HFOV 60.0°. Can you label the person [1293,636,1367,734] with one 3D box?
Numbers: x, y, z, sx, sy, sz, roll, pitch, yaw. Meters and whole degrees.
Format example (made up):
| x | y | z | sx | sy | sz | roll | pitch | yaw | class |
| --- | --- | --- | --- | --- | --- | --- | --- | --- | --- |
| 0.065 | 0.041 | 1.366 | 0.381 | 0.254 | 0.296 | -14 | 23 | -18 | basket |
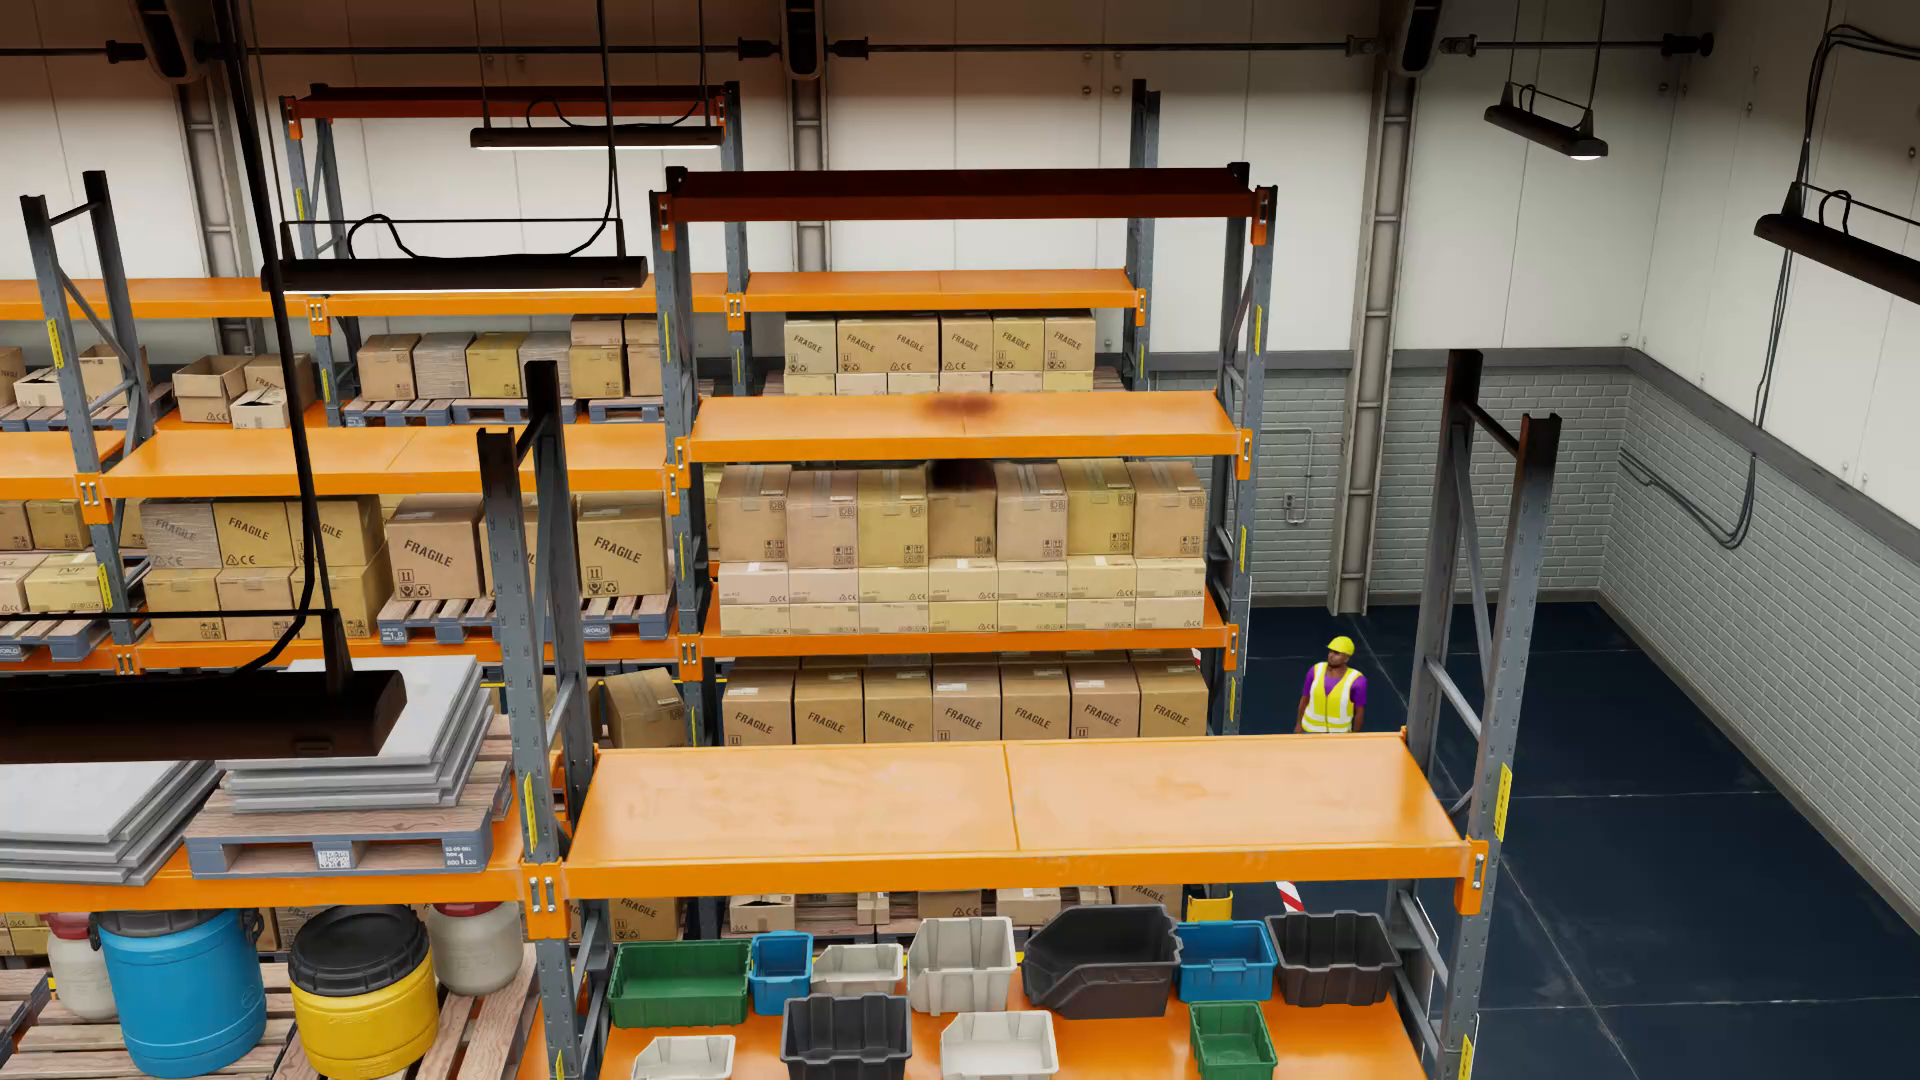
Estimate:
| x | y | z | sx | sy | sz | roll | pitch | yaw | class |
| --- | --- | --- | --- | --- | --- | --- | --- | --- | --- |
| 3.243 | 1.677 | 14.652 | 0.612 | 1.741 | 0.505 | 2 | 22 | 5 | person |
